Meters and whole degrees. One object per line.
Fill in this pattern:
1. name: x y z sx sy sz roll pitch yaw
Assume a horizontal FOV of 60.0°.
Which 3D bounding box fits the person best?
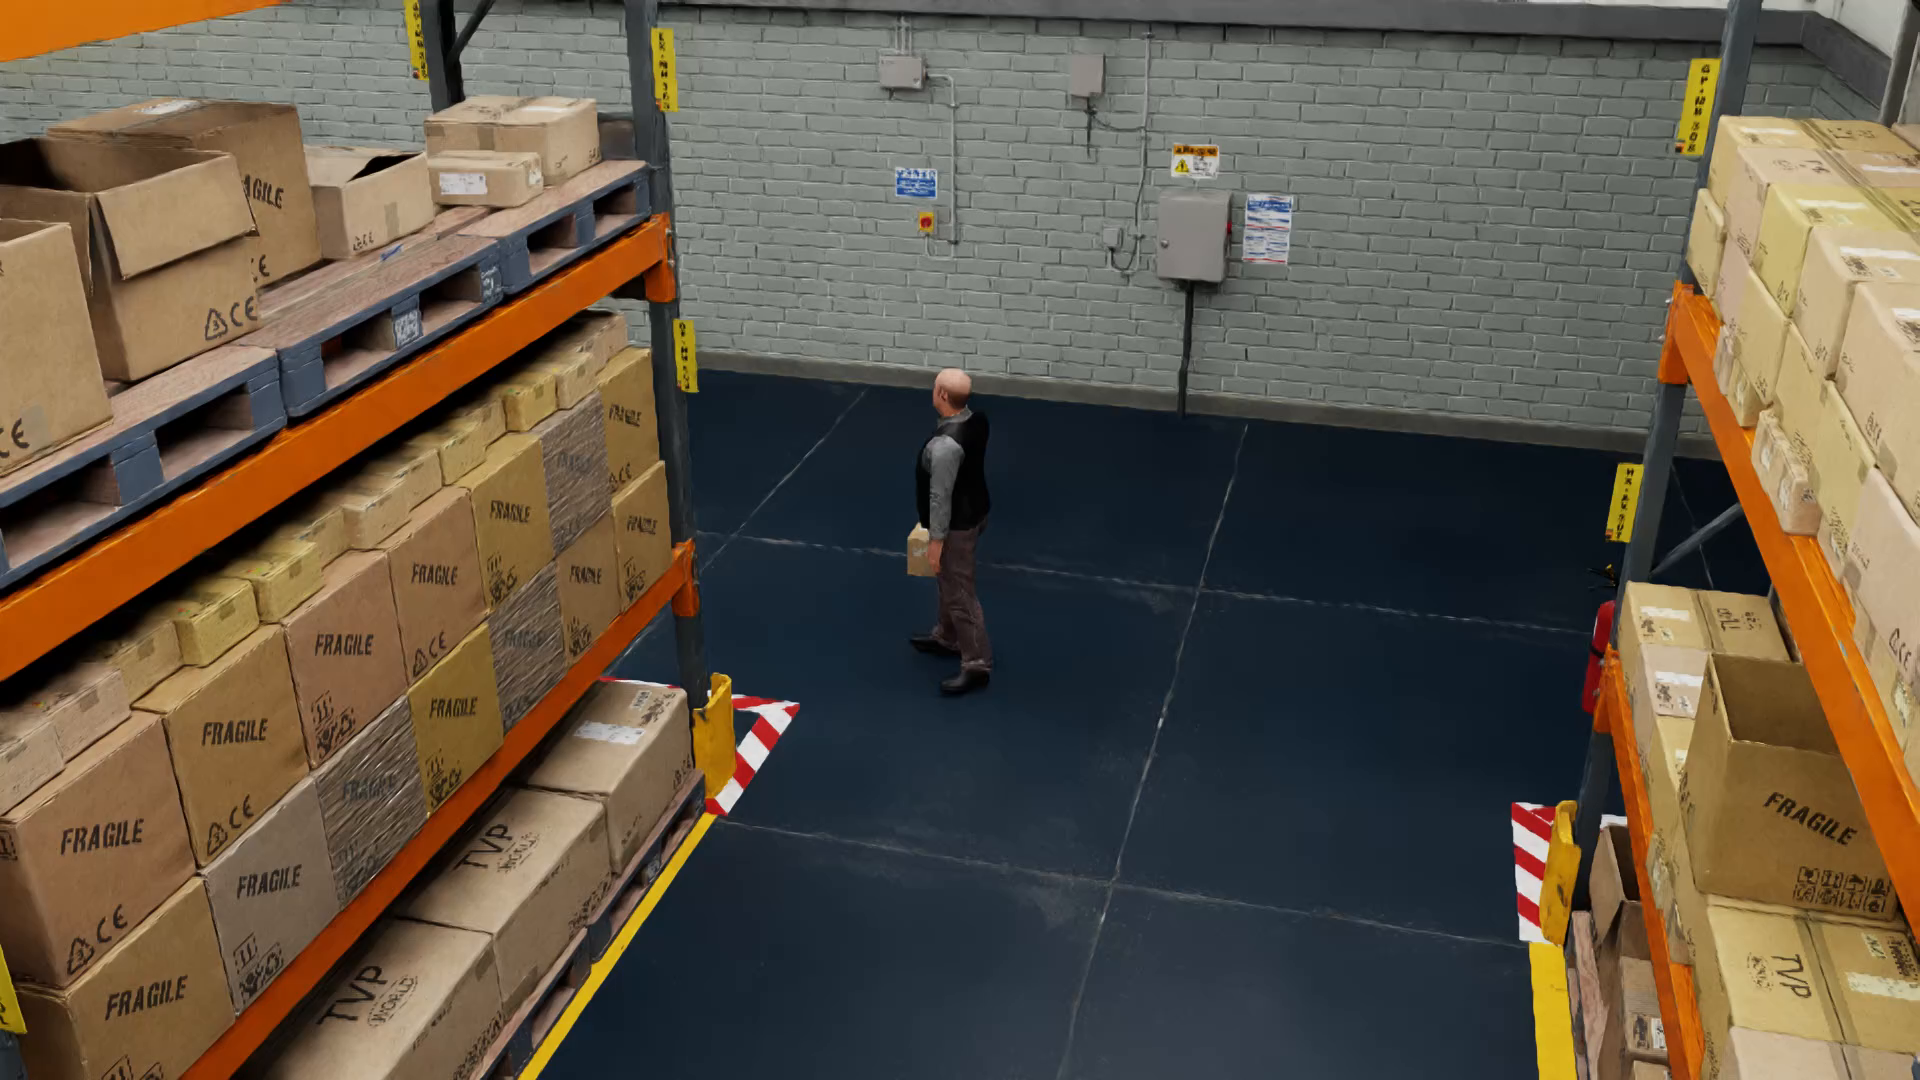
1. person: -0.055 -0.101 8.825 0.577 1.722 0.689 8 26 16
